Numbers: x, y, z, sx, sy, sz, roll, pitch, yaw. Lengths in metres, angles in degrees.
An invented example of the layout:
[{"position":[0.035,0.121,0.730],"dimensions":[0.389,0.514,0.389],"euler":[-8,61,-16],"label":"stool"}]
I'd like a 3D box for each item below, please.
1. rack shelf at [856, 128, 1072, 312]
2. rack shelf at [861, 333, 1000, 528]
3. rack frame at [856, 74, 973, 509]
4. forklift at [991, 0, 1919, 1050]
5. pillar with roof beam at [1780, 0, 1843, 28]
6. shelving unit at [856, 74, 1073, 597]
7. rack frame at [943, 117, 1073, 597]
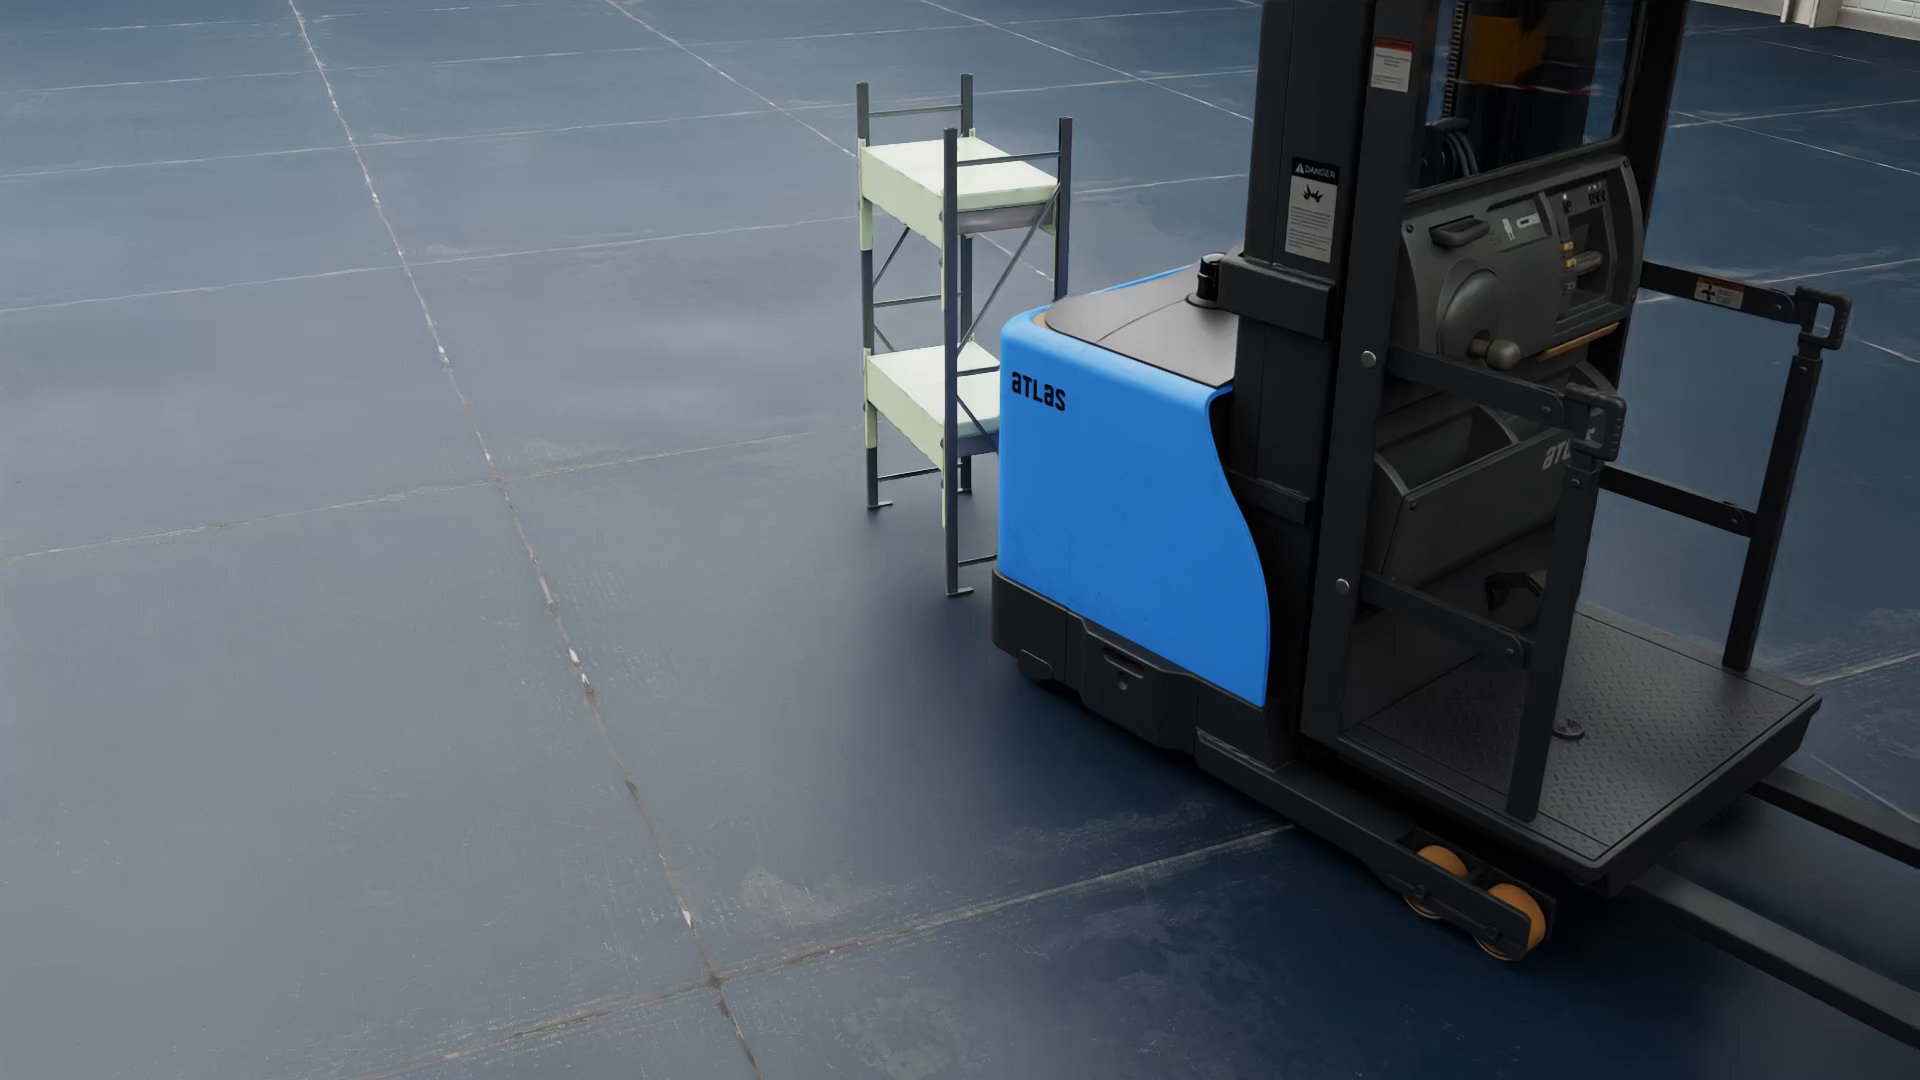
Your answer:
[{"position":[-0.003,-1.027,5.255],"dimensions":[0.431,0.370,0.720],"euler":[-11,28,-21],"label":"rack shelf"},{"position":[-0.003,-0.384,5.569],"dimensions":[0.431,0.370,0.720],"euler":[-11,28,-21],"label":"rack shelf"},{"position":[-0.146,-0.824,5.729],"dimensions":[0.400,1.500,0.023],"euler":[-11,28,-21],"label":"rack frame"},{"position":[1.439,-0.613,3.665],"dimensions":[1.130,2.935,3.031],"euler":[-21,33,-36],"label":"forklift"},{"position":[4.101,-8.211,12.311],"dimensions":[9.100,9.000,0.400],"euler":[-11,28,-21],"label":"pillar with roof beam"},{"position":[-0.003,-0.677,5.426],"dimensions":[0.431,1.500,0.755],"euler":[-11,28,-21],"label":"shelving unit"},{"position":[0.141,-0.529,5.124],"dimensions":[0.400,1.500,0.023],"euler":[-11,28,-21],"label":"rack frame"}]
